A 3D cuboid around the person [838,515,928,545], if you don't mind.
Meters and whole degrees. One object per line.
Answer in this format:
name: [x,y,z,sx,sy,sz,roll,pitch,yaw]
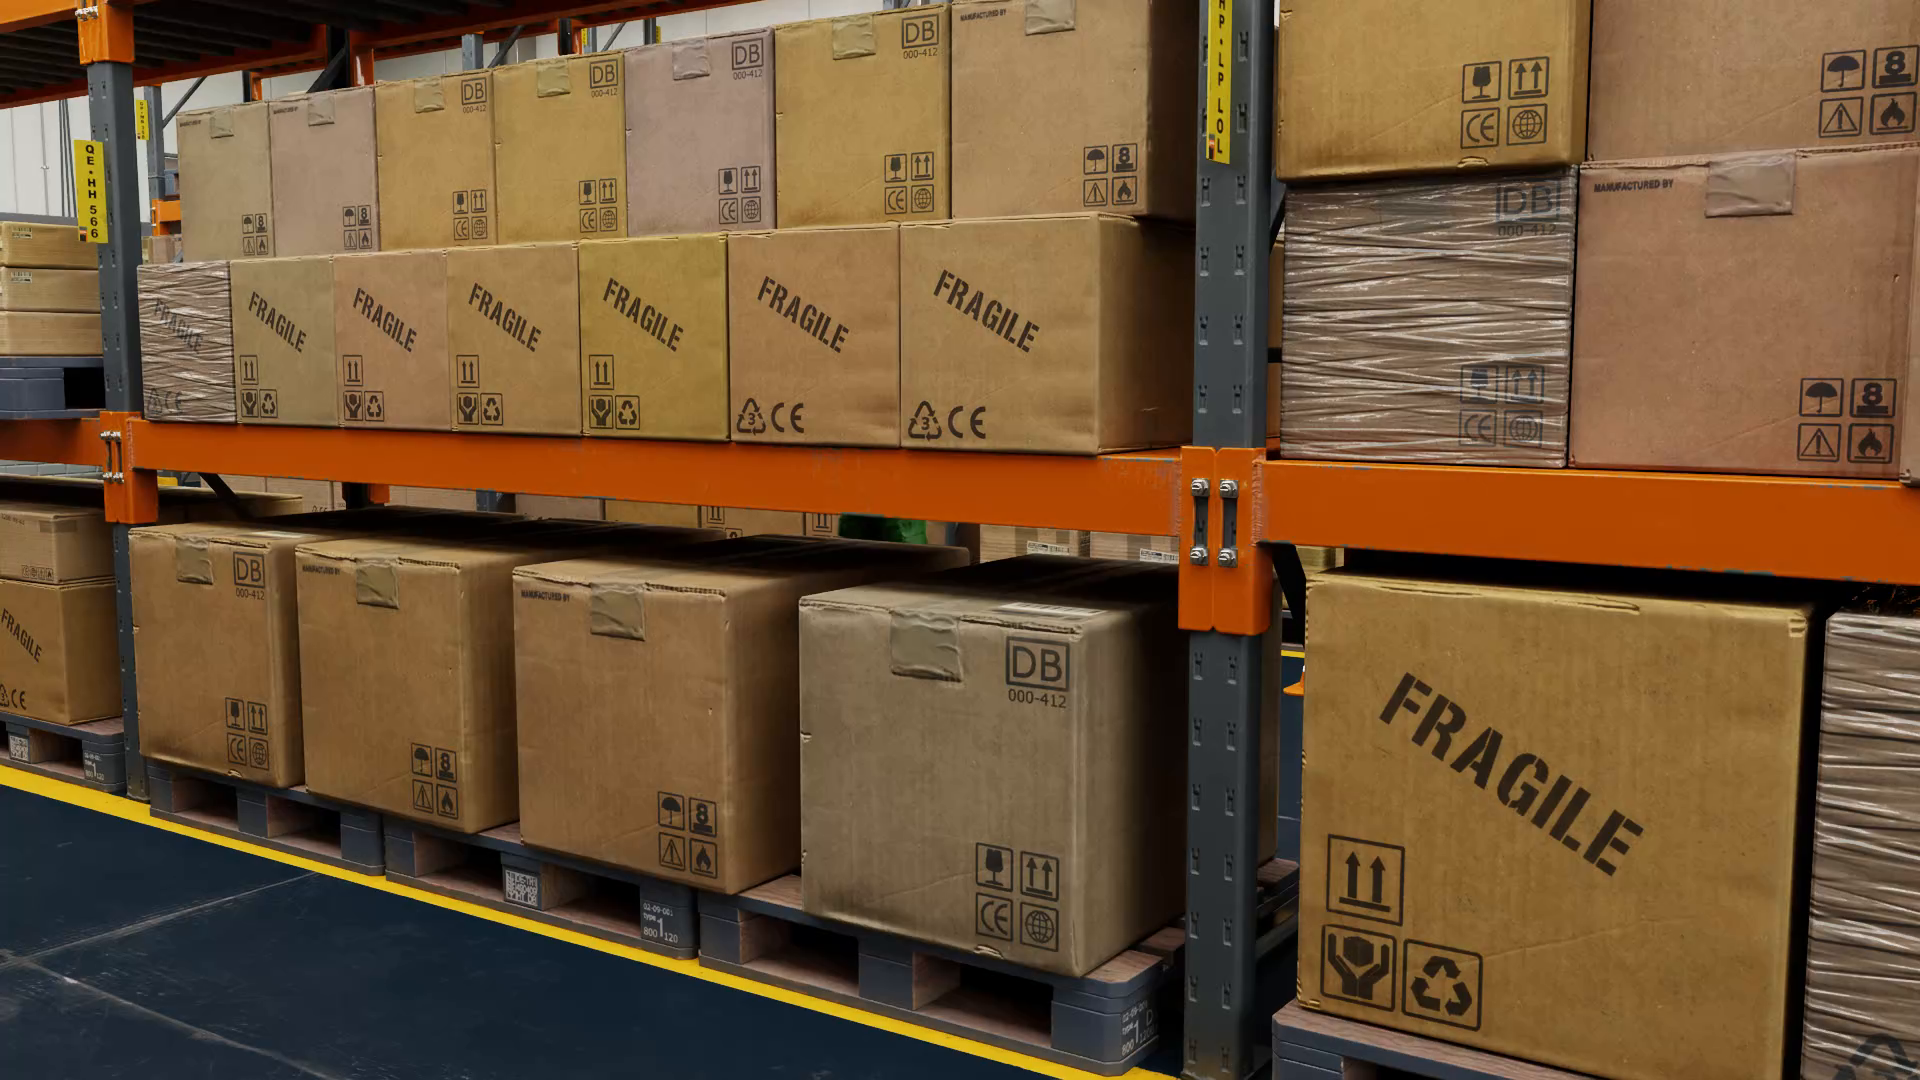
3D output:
person: [-0.373,-0.223,7.655,0.540,1.789,0.425,4,7,32]
